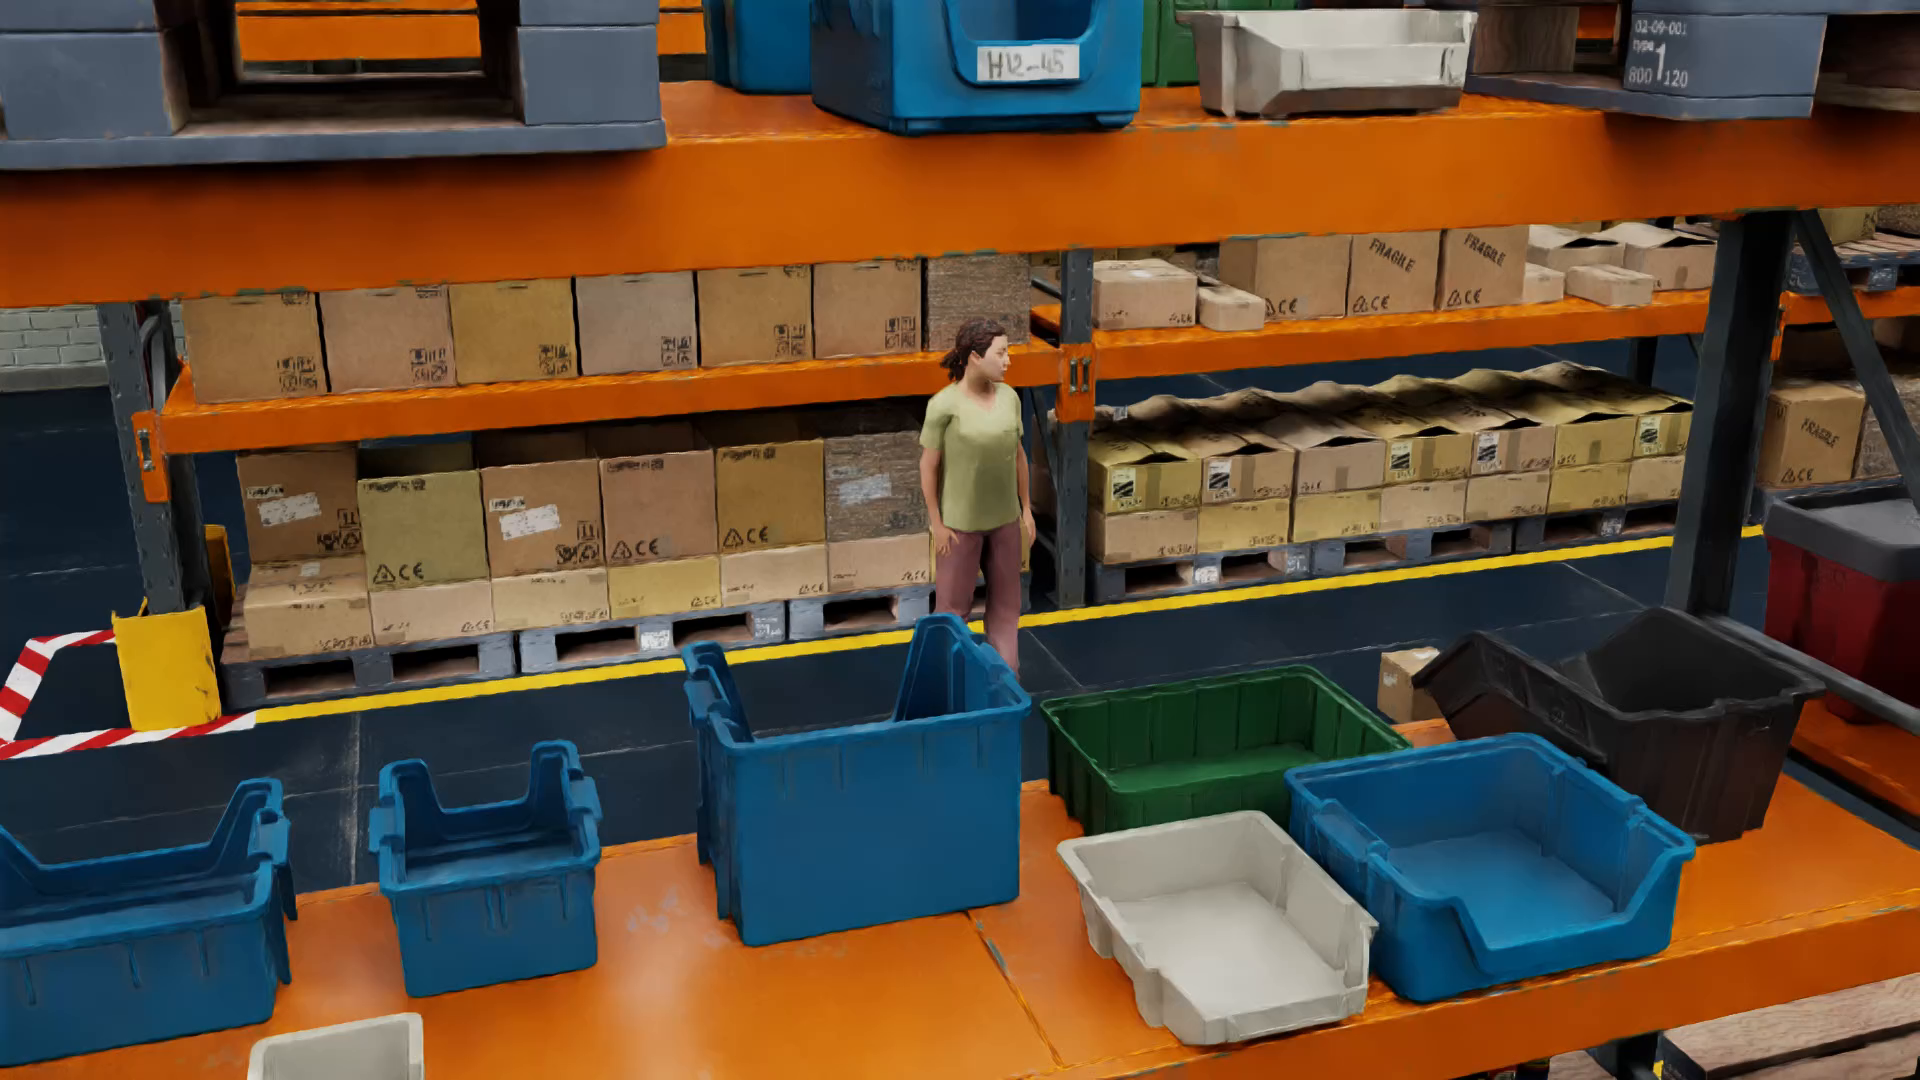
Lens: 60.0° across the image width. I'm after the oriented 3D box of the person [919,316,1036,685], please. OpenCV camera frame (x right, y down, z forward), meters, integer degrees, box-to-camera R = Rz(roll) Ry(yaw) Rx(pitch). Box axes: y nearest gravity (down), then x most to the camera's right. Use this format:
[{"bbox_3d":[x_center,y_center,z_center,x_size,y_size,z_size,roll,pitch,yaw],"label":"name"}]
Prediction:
[{"bbox_3d":[0.086,-0.044,6.694,0.484,1.708,0.390,-11,22,-28],"label":"person"}]
